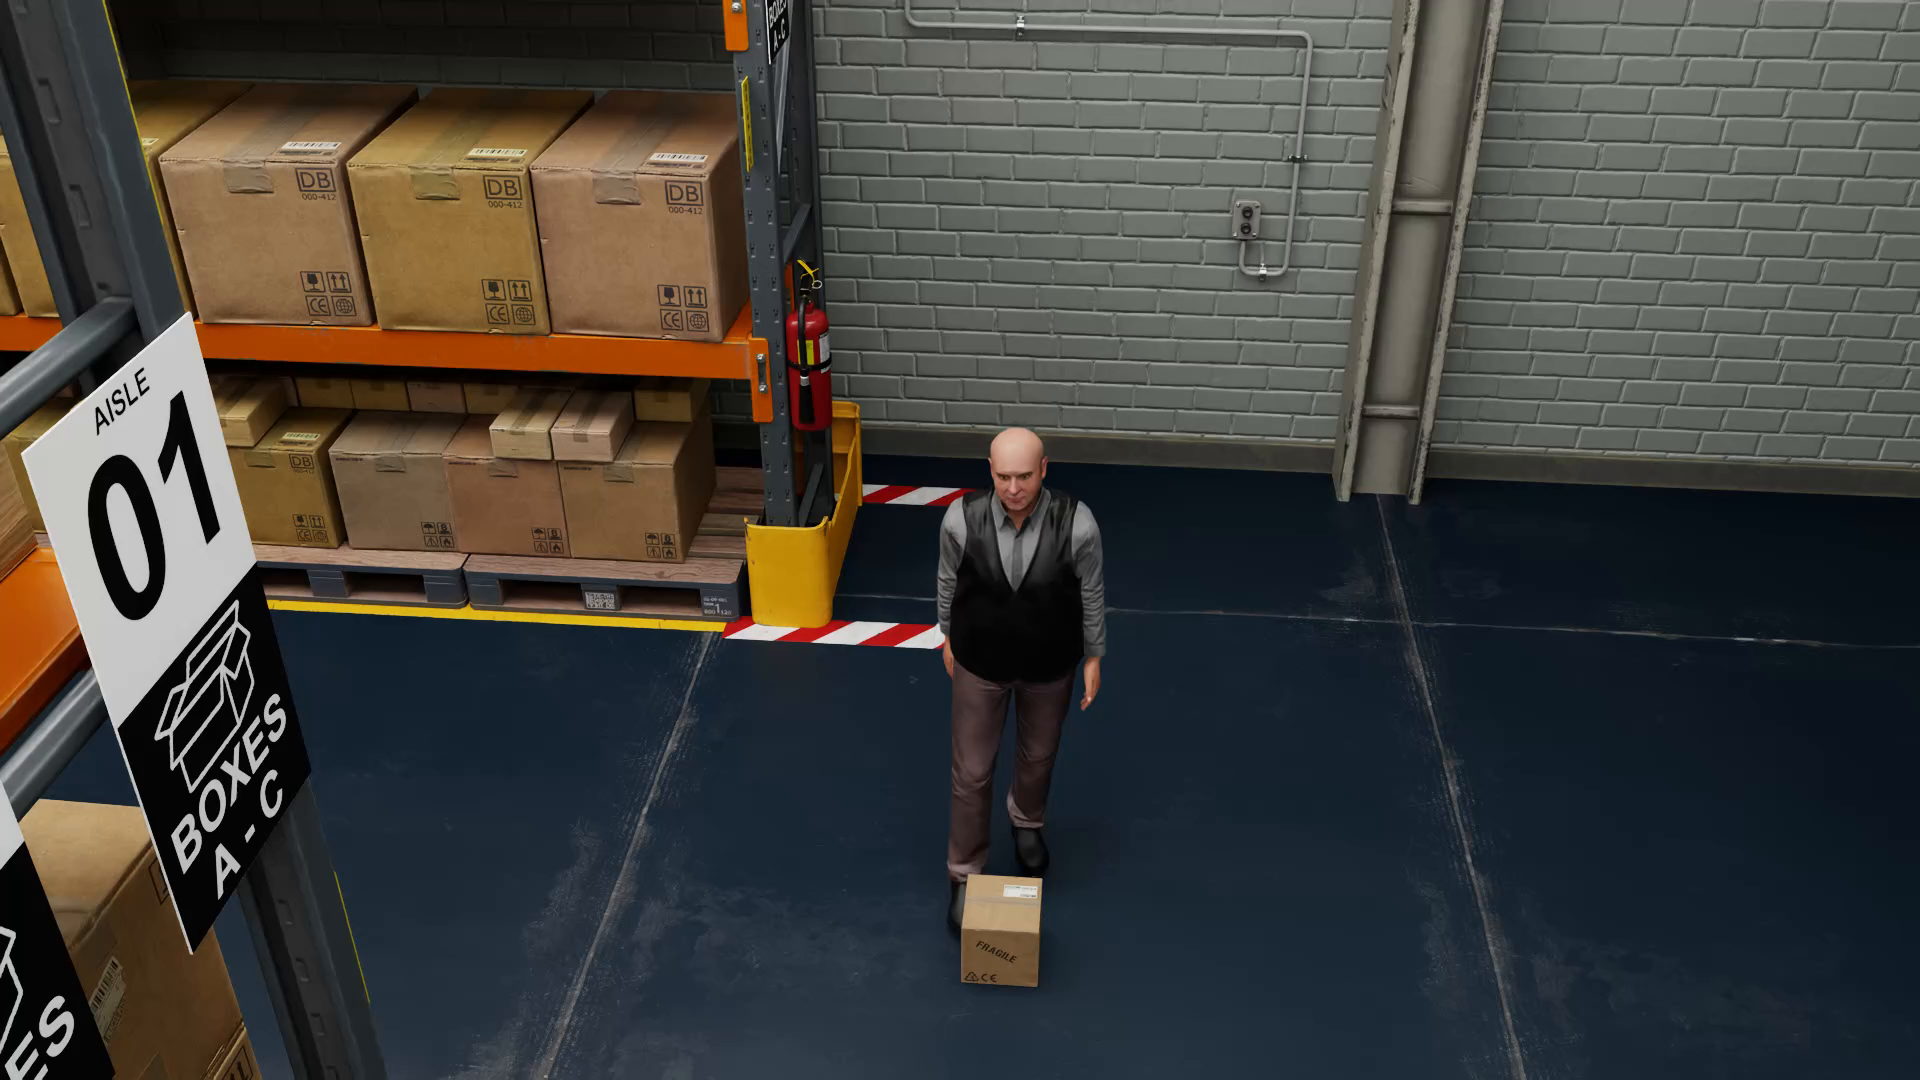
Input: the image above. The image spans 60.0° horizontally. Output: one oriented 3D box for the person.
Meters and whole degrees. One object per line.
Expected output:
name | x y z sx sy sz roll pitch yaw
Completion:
person | 0.202 0.460 5.401 0.553 1.714 0.636 0 32 0
